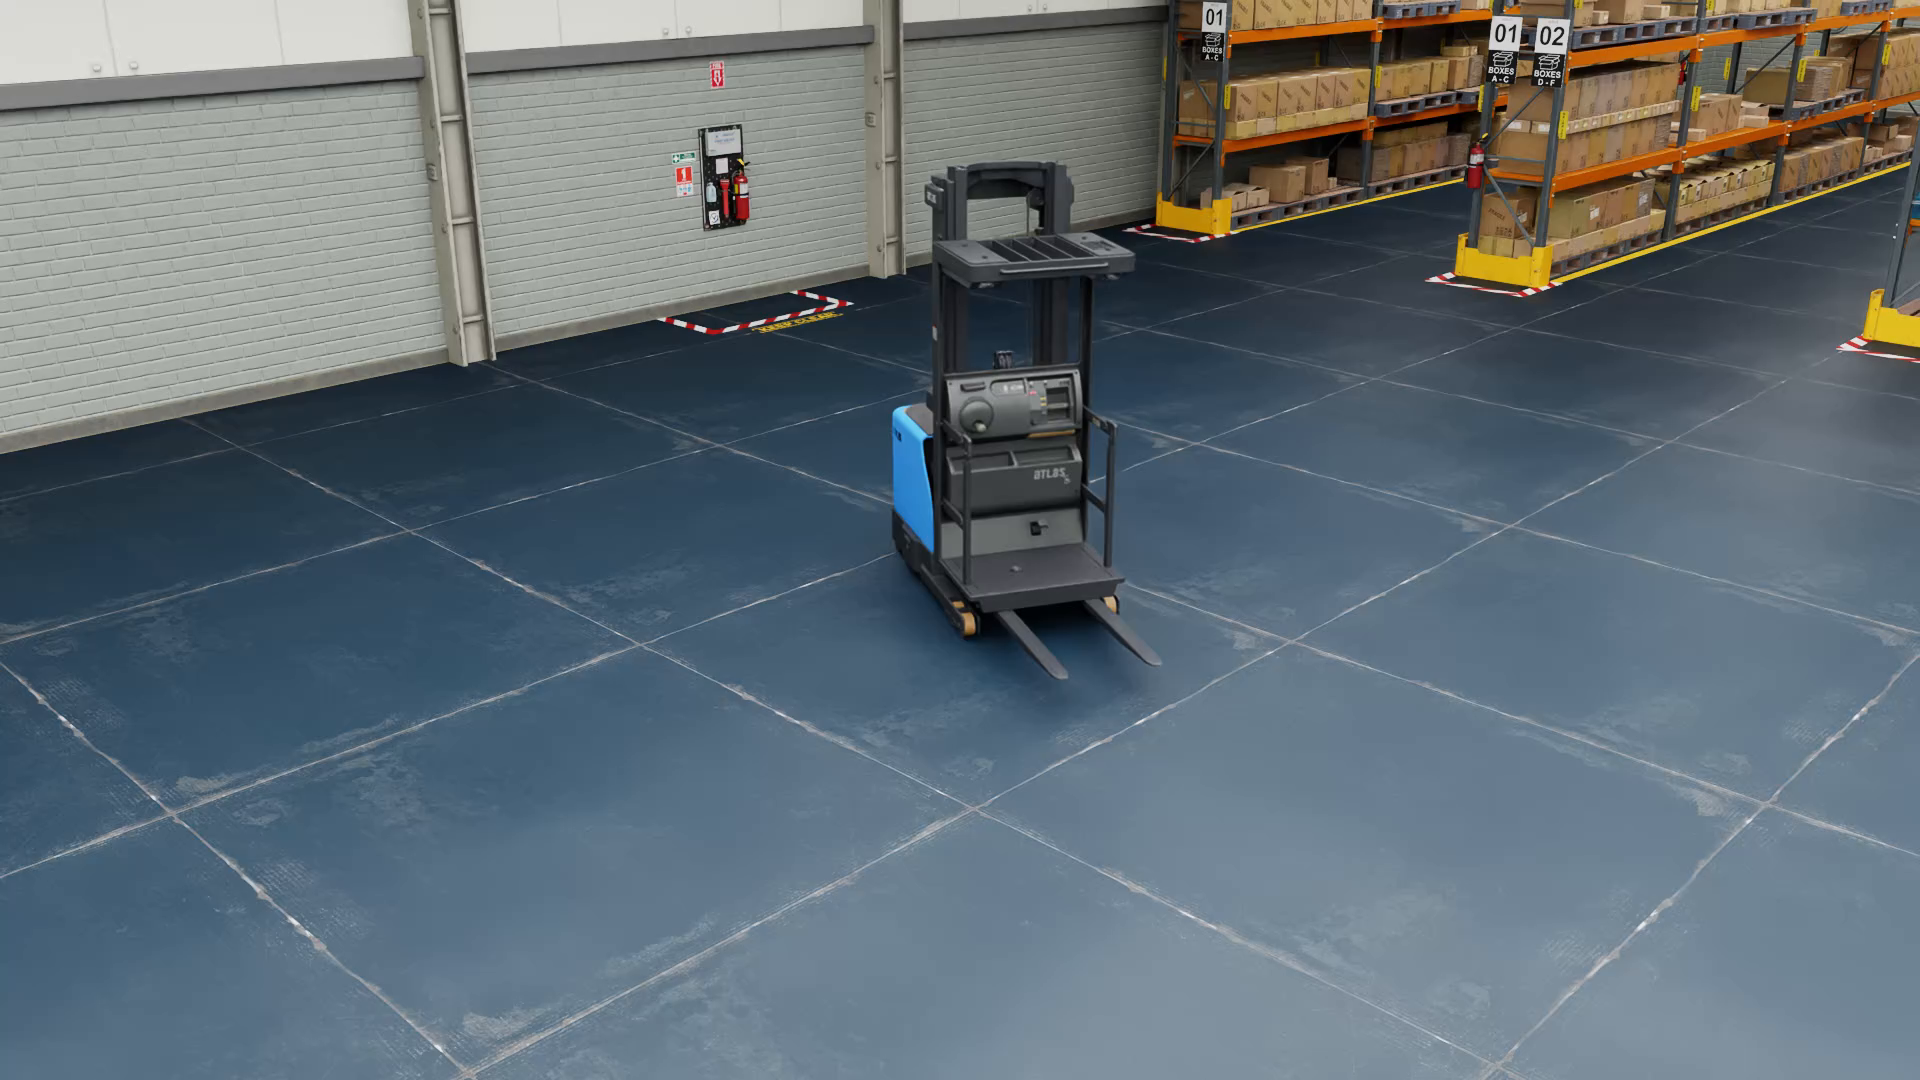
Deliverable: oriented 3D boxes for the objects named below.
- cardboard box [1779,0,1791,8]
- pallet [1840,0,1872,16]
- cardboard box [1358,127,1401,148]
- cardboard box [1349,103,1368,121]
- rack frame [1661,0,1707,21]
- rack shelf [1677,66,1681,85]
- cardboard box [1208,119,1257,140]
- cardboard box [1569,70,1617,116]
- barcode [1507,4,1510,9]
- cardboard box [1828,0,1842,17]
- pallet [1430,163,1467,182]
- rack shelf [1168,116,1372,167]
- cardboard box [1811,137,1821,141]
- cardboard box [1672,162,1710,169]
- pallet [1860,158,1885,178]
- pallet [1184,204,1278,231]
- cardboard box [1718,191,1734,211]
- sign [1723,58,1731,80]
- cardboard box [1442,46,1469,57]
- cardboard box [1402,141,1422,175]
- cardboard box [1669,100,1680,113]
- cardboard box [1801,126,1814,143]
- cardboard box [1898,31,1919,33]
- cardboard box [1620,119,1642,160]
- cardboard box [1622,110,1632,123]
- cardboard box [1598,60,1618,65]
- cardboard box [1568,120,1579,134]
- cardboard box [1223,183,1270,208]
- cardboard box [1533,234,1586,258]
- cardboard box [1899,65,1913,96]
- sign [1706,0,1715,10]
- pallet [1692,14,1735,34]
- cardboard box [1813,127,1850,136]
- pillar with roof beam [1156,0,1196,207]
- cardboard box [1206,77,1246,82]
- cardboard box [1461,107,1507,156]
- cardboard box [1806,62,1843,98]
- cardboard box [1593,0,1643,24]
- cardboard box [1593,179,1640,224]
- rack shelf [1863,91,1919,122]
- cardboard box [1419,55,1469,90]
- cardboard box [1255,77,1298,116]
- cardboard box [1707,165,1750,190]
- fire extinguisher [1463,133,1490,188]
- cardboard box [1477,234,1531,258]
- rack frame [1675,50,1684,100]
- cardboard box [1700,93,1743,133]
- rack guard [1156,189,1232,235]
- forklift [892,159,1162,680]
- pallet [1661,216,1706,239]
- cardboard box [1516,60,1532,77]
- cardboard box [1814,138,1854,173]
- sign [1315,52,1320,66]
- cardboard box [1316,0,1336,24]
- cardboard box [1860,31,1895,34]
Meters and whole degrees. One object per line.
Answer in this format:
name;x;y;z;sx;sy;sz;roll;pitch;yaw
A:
cardboard box;12.232;-8.190;25.144;0.500;0.250;0.500;17;27;37
pallet;14.072;-8.718;27.155;1.213;0.211;1.003;19;28;41
cardboard box;6.972;-6.701;27.654;0.500;0.250;0.500;19;28;40
cardboard box;6.052;-6.747;26.128;0.500;0.250;0.500;19;28;41
rack frame;9.717;-8.566;22.319;1.000;3.000;0.127;19;28;41
rack shelf;13.142;-9.240;33.436;1.077;0.370;4.000;19;28;41
cardboard box;3.943;-5.962;24.087;0.500;0.250;0.500;18;28;39
cardboard box;8.013;-5.787;21.502;0.700;0.500;0.500;19;28;41
barcode;6.792;-6.607;20.594;0.001;0.075;0.075;19;28;41
cardboard box;13.507;-8.627;26.517;0.910;0.500;0.500;19;28;41
pallet;8.410;-6.531;29.273;1.003;0.211;1.213;19;28;41
rack shelf;4.770;-6.155;25.410;1.077;0.370;4.000;19;28;41
cardboard box;14.422;-6.658;28.587;0.500;0.500;0.500;-20;28;-41
cardboard box;11.214;-5.640;25.533;0.500;0.311;0.500;18;28;39
pallet;15.778;-6.697;29.705;1.003;0.211;1.213;19;28;41
pallet;4.020;-4.895;25.015;1.003;0.211;1.213;19;28;41
cardboard box;11.249;-5.116;24.951;0.500;0.250;0.500;-20;28;-41
sign;12.112;-7.431;26.224;0.100;0.325;0.005;19;28;41
cardboard box;8.523;-8.405;28.606;0.380;0.149;0.250;14;25;32
cardboard box;7.376;-6.503;28.185;0.700;0.500;0.500;20;28;41
cardboard box;9.681;-5.992;22.940;0.380;0.149;0.250;19;28;41
cardboard box;14.089;-6.891;28.147;0.500;0.250;0.500;19;28;41
cardboard box;17.265;-8.916;30.059;0.500;0.500;0.500;-19;28;-41
cardboard box;8.696;-5.432;22.387;0.500;0.500;0.700;-20;28;-41
cardboard box;8.611;-5.597;21.912;0.250;0.149;0.380;-19;28;-40
cardboard box;12.136;-9.337;32.267;0.700;0.700;0.980;-20;28;-41
cardboard box;7.537;-5.203;20.887;0.380;0.149;0.250;18;28;39
cardboard box;4.320;-5.229;25.133;0.500;0.311;0.500;-17;27;-38
cardboard box;7.807;-3.862;21.689;0.500;0.250;0.500;19;28;41
cardboard box;16.554;-8.193;29.569;0.500;0.500;0.500;19;28;40
sign;10.116;-7.306;22.390;0.100;0.325;0.005;19;28;41
pallet;10.323;-7.307;23.490;0.805;0.209;1.217;18;27;39
cardboard box;15.492;-7.079;29.681;0.500;0.500;0.500;19;28;41
pillar with roof beam;6.328;-8.096;21.096;9.100;9.000;0.400;19;28;41
cardboard box;3.910;-6.567;24.616;0.500;0.500;0.500;-20;29;-41
cardboard box;9.563;-7.382;30.011;0.750;0.750;0.750;19;28;40
cardboard box;14.110;-7.596;27.431;0.700;0.500;0.500;12;24;27
cardboard box;8.281;-6.805;20.997;0.500;0.500;0.500;19;28;41
cardboard box;8.847;-4.600;22.563;0.500;0.500;0.500;19;28;41
rack shelf;16.693;-8.001;30.213;1.077;0.370;4.000;19;28;41
cardboard box;8.265;-8.012;28.485;0.700;0.500;0.500;16;26;36
cardboard box;4.640;-6.569;24.622;0.500;0.500;0.500;18;27;39
cardboard box;11.607;-5.508;25.190;0.500;0.311;0.500;19;28;40
fire extinguisher;6.512;-4.788;20.958;0.296;0.674;0.183;19;28;41
cardboard box;7.089;-3.862;21.690;0.500;0.250;0.500;19;28;41
rack frame;14.537;-10.090;34.644;1.000;3.000;0.127;19;28;41
cardboard box;11.349;-6.406;24.920;0.500;0.500;0.500;17;27;38
rack guard;3.428;-4.830;24.443;1.175;0.500;0.348;19;28;41
forklift;0.432;-0.891;10.808;1.130;2.935;3.031;-7;22;-17
pallet;10.203;-4.664;24.414;1.003;0.211;1.213;19;28;41
cardboard box;9.850;-8.421;29.721;0.500;0.500;0.500;-19;28;-40
cardboard box;14.808;-6.538;28.274;0.500;0.500;0.500;19;28;41
sign;5.765;-7.683;26.770;0.100;0.325;0.005;19;28;41
cardboard box;5.269;-7.991;24.835;0.500;0.500;0.500;18;27;39
cardboard box;16.525;-8.922;30.072;0.500;0.500;0.500;19;28;40
